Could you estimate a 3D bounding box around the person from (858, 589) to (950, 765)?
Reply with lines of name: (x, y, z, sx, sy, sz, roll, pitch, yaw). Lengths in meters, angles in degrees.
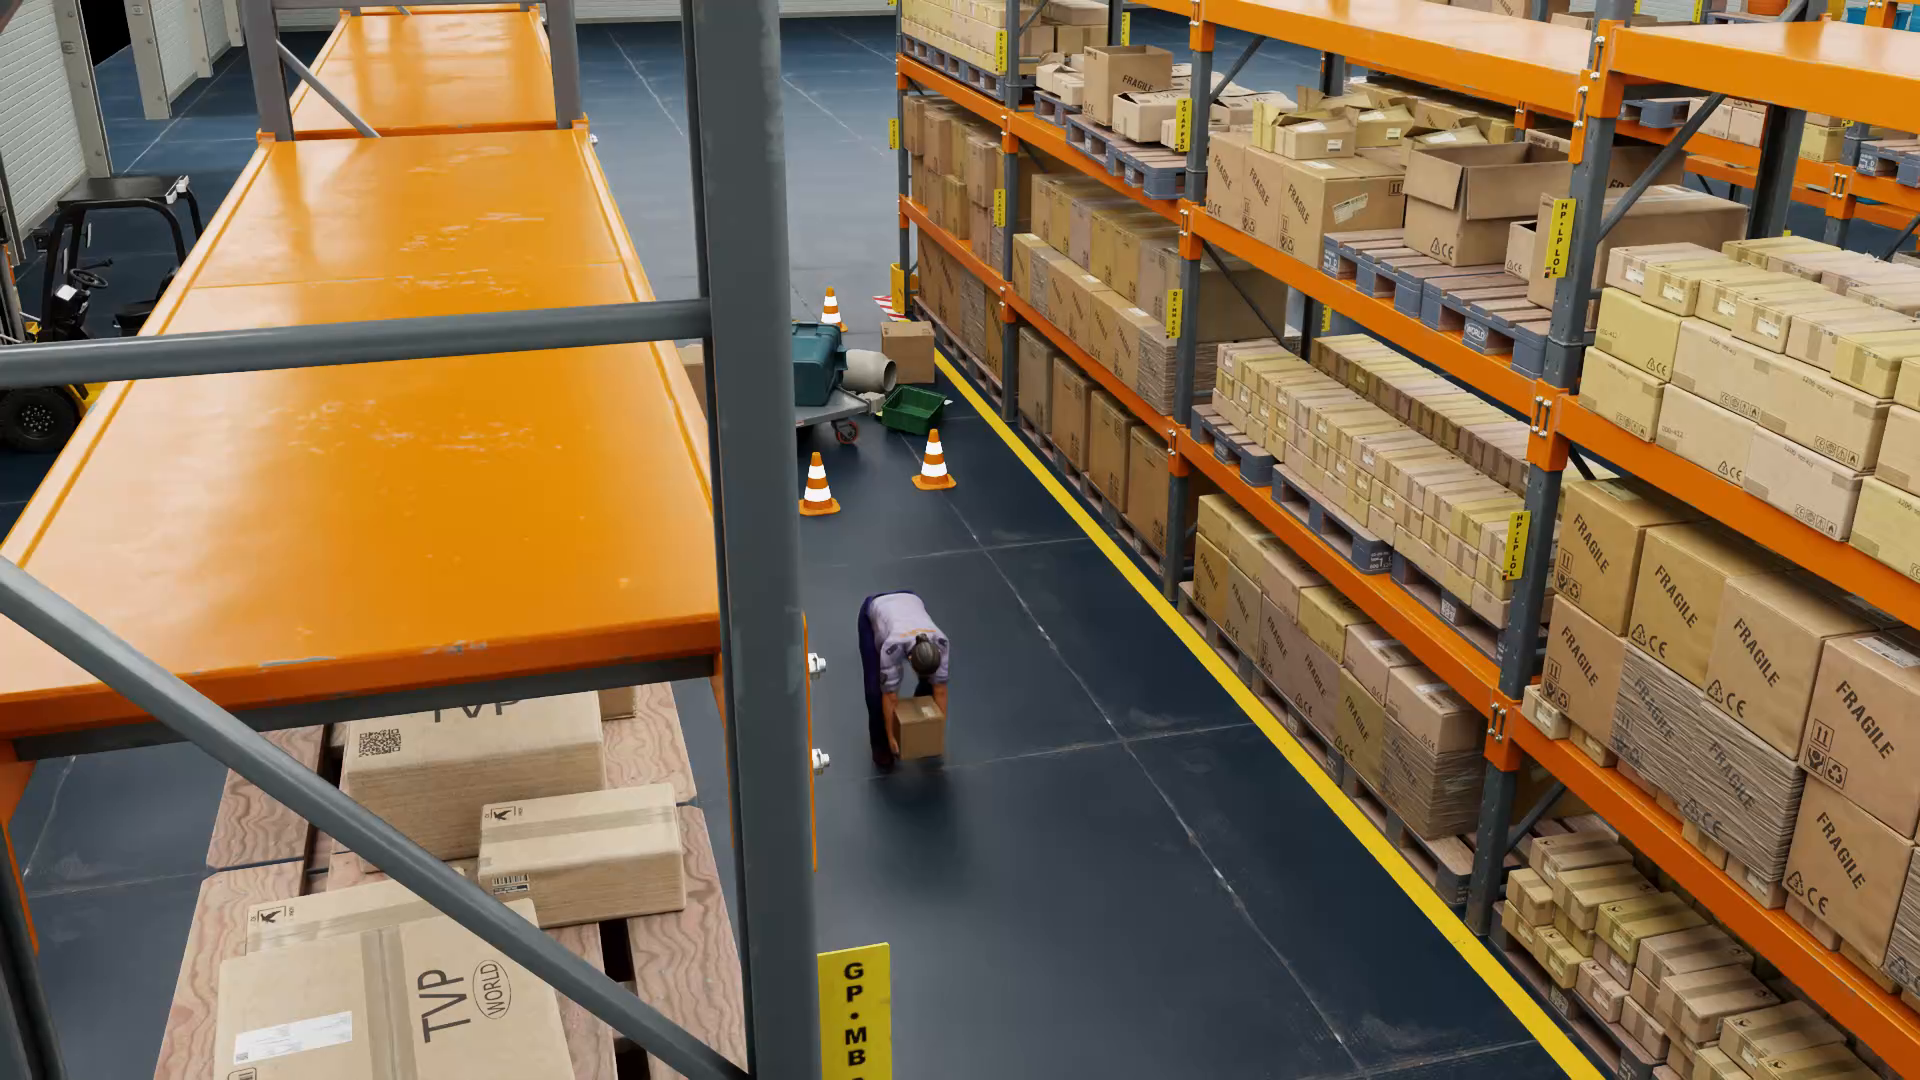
person: (-0.291, 0.847, 9.517, 0.480, 0.989, 0.909, -7, 24, -16)
